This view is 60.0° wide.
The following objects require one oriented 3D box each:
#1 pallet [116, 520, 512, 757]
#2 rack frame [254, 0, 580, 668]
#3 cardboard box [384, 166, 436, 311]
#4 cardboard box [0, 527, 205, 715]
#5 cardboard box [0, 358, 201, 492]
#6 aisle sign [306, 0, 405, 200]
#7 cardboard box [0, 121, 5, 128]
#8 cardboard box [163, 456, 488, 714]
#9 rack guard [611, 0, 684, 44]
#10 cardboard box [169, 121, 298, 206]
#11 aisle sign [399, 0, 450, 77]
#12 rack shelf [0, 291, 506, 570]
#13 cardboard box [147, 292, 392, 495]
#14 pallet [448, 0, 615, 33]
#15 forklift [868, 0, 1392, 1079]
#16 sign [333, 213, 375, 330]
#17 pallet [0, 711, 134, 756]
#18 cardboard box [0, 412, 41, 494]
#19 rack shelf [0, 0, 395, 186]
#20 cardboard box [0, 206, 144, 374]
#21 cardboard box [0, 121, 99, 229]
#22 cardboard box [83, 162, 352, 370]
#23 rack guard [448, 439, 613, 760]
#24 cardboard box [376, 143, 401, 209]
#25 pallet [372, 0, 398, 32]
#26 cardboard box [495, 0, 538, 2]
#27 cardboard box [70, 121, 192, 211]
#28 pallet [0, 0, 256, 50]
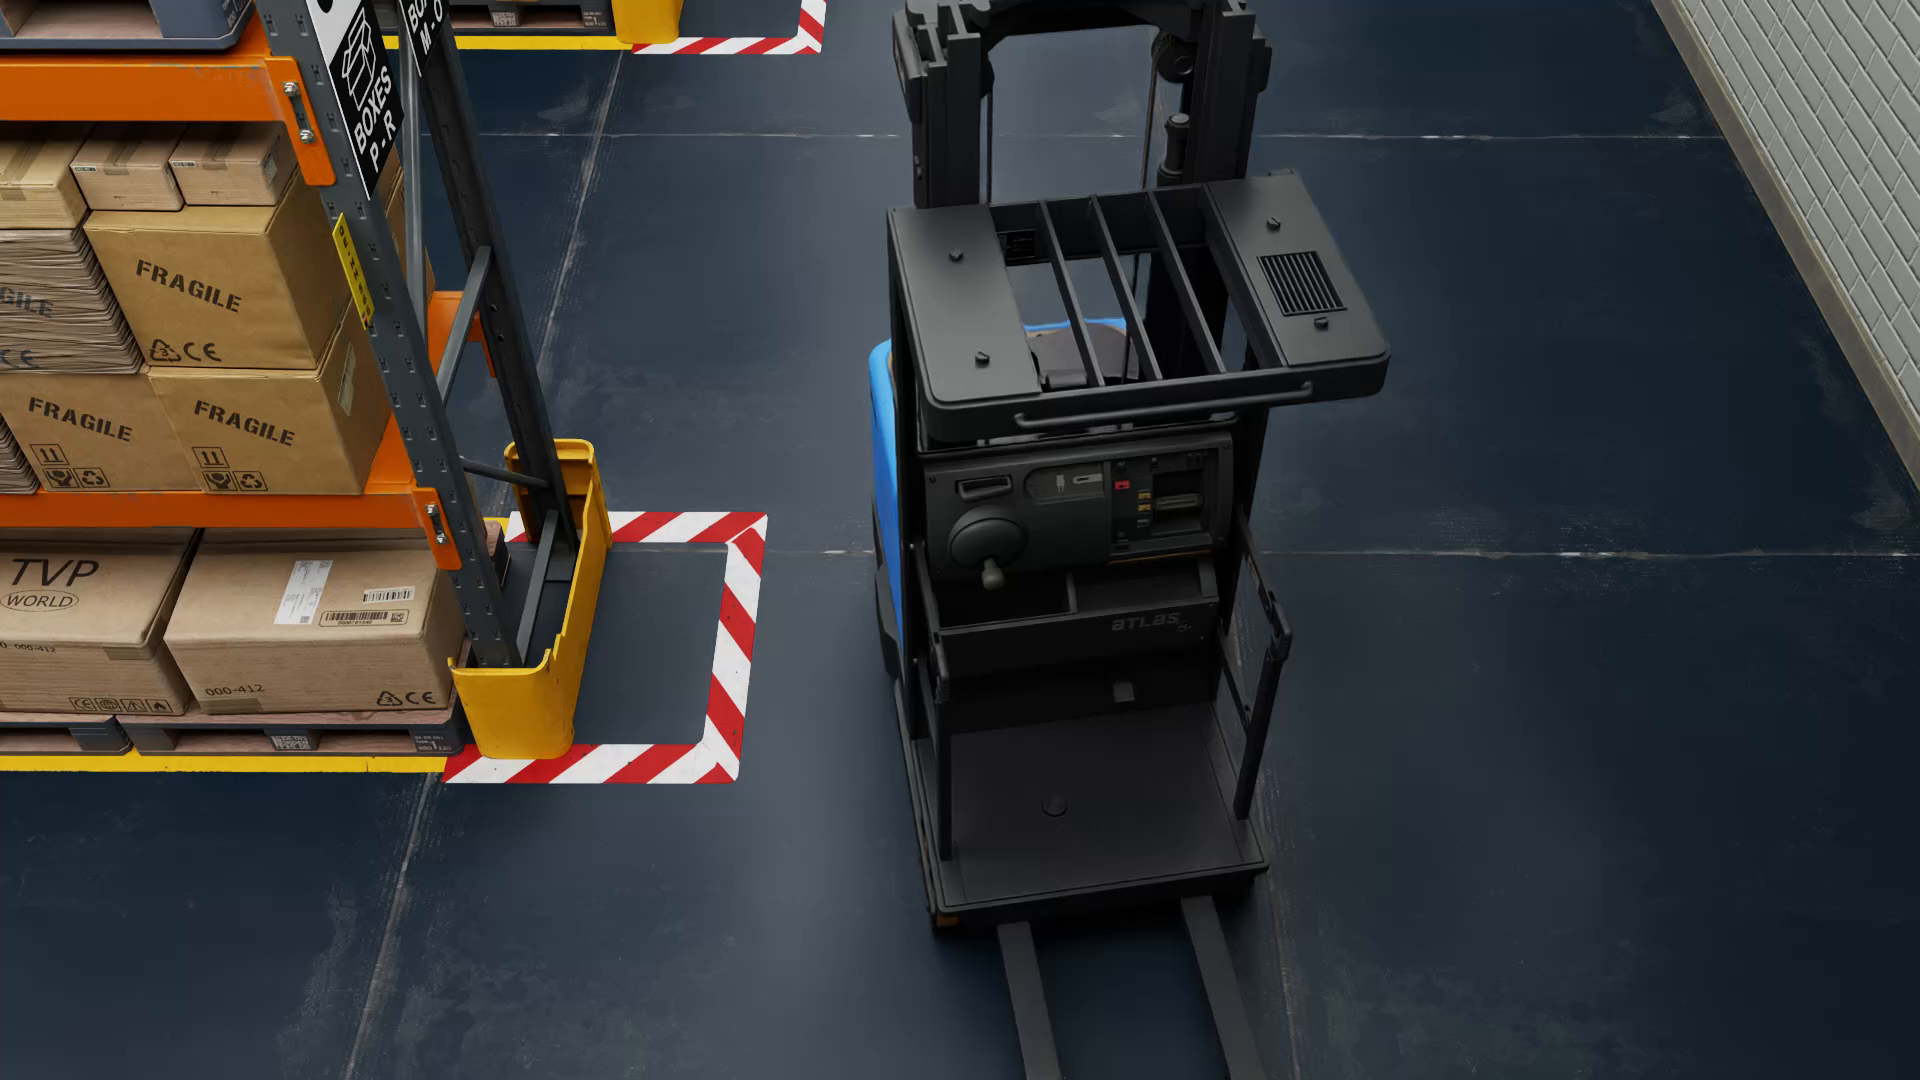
[{"bbox_3d":[-2.424,0.357,6.354,1.213,0.211,1.003,0,47,0],"label":"pallet"},{"bbox_3d":[-1.625,-0.648,5.385,0.127,3.000,1.000,0,47,0],"label":"rack frame"},{"bbox_3d":[-2.103,-0.894,5.545,0.500,0.500,0.500,0,47,0],"label":"cardboard box"},{"bbox_3d":[-3.200,0.157,6.099,0.875,0.438,0.875,1,47,1],"label":"cardboard box"},{"bbox_3d":[-2.610,-0.502,5.181,0.500,0.500,0.500,-1,47,-1],"label":"cardboard box"},{"bbox_3d":[-1.554,-1.307,4.222,0.004,0.787,0.394,0,47,0],"label":"aisle sign"},{"bbox_3d":[-2.748,-1.051,4.566,0.250,0.149,0.380,1,47,1],"label":"cardboard box"},{"bbox_3d":[-2.285,0.153,6.103,0.875,0.438,0.875,-1,47,-1],"label":"cardboard box"},{"bbox_3d":[-1.783,-3.420,9.673,0.348,0.500,1.175,0,47,0],"label":"rack guard"},{"bbox_3d":[-1.984,-1.098,4.609,0.250,0.149,0.380,1,47,1],"label":"cardboard box"},{"bbox_3d":[-1.551,-1.746,4.631,0.004,0.787,0.394,0,47,0],"label":"aisle sign"},{"bbox_3d":[-3.625,-0.408,5.653,4.000,0.370,1.077,0,47,0],"label":"rack shelf"},{"bbox_3d":[-2.108,-0.490,5.169,0.500,0.500,0.500,0,47,0],"label":"cardboard box"},{"bbox_3d":[-2.595,-3.350,9.805,1.213,0.211,1.003,0,47,0],"label":"pallet"},{"bbox_3d":[0.395,0.015,4.814,1.130,2.935,3.031,-7,47,-6],"label":"forklift"},{"bbox_3d":[-1.640,-0.726,4.505,0.005,0.325,0.100,0,47,0],"label":"sign"},{"bbox_3d":[-3.641,0.352,6.359,1.213,0.211,1.003,0,47,0],"label":"pallet"},{"bbox_3d":[-3.124,-0.496,5.175,0.500,0.500,0.500,1,47,1],"label":"cardboard box"},{"bbox_3d":[-3.625,-1.430,4.555,4.000,0.370,1.077,0,47,0],"label":"rack shelf"},{"bbox_3d":[-2.630,-0.830,4.803,0.500,0.500,0.500,0,47,0],"label":"cardboard box"},{"bbox_3d":[-2.497,-1.020,4.537,0.250,0.149,0.380,0,47,0],"label":"cardboard box"},{"bbox_3d":[-2.107,-0.850,4.821,0.500,0.500,0.500,2,47,1],"label":"cardboard box"},{"bbox_3d":[-1.601,0.204,6.300,0.348,0.500,1.175,0,47,0],"label":"rack guard"},{"bbox_3d":[-2.103,-1.233,5.178,0.500,0.500,0.500,-1,47,-1],"label":"cardboard box"},{"bbox_3d":[-3.812,-3.355,9.810,1.213,0.211,1.003,0,47,0],"label":"pallet"},{"bbox_3d":[-2.492,-3.219,9.438,0.250,0.149,0.380,1,47,1],"label":"cardboard box"},{"bbox_3d":[-2.238,-1.081,4.594,0.250,0.149,0.380,1,47,1],"label":"cardboard box"},{"bbox_3d":[-2.366,-1.634,4.314,1.213,0.211,1.003,0,47,0],"label":"pallet"}]
